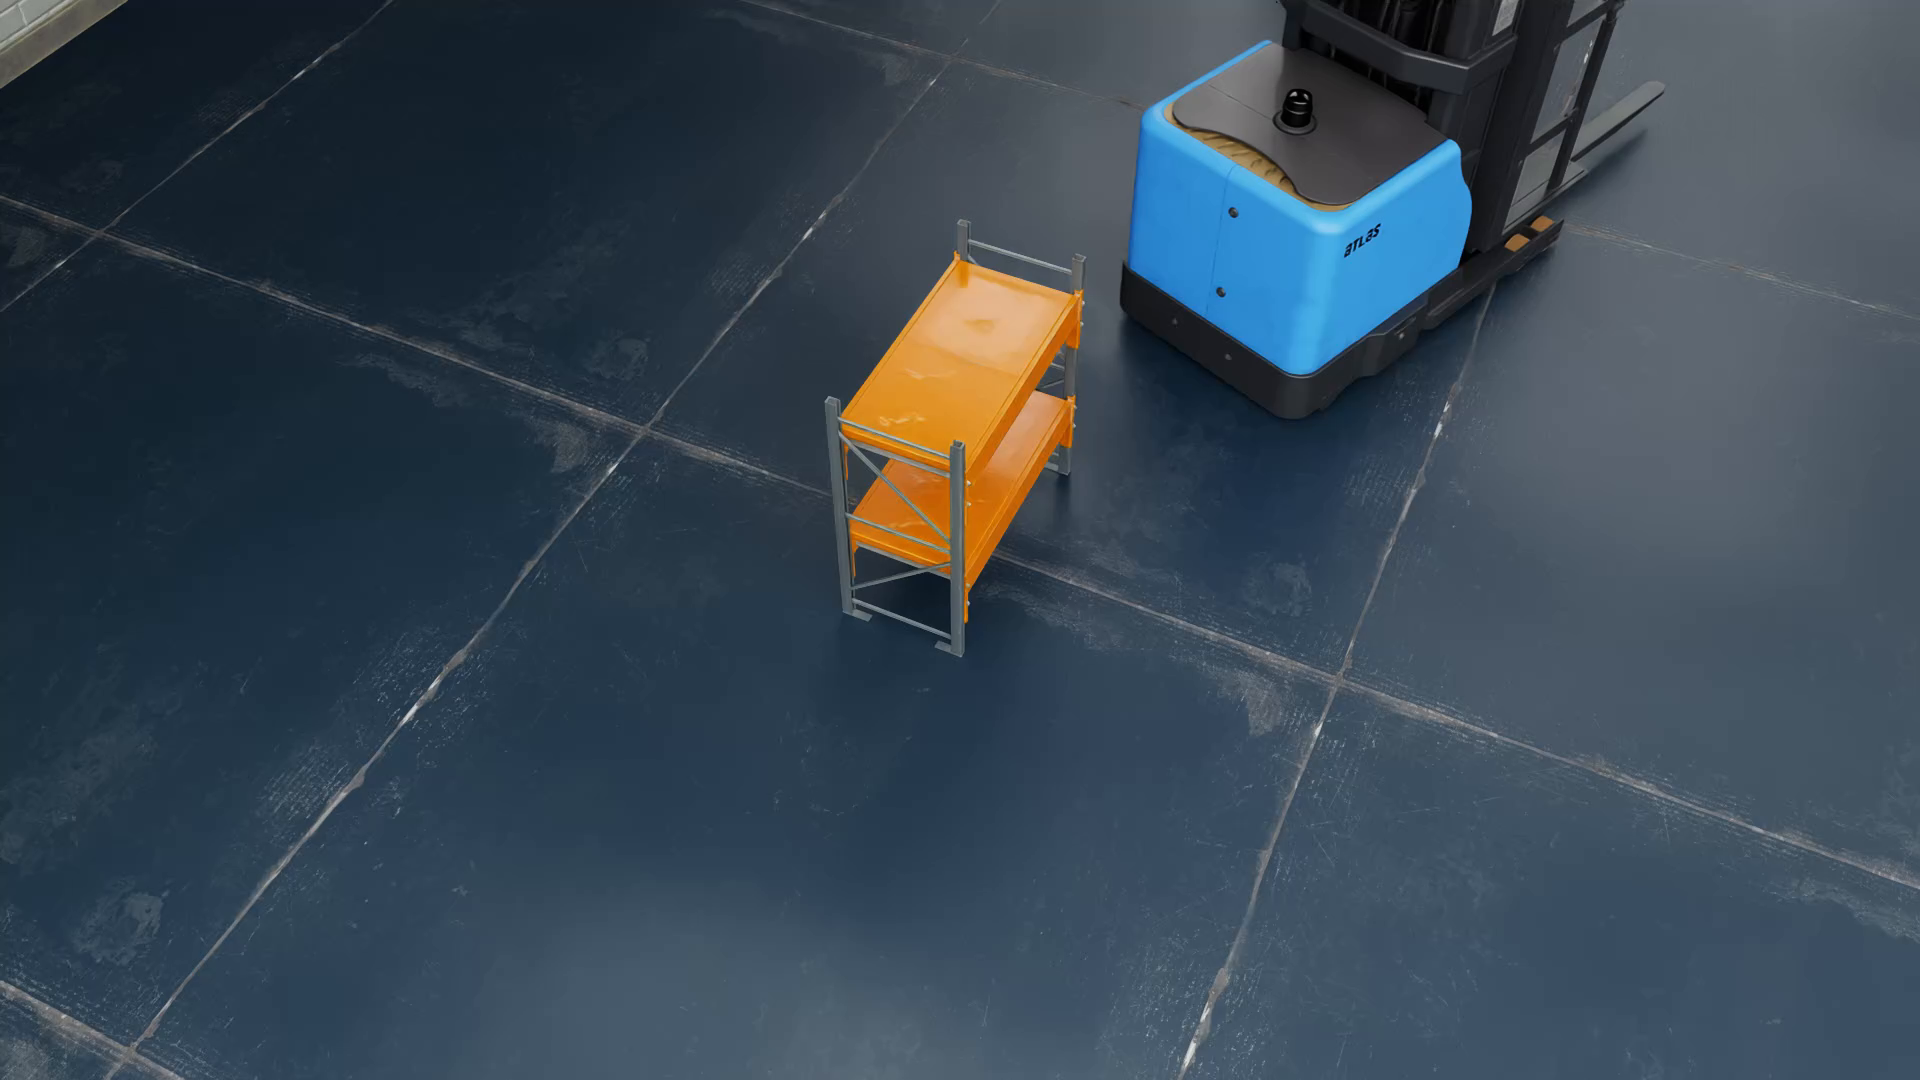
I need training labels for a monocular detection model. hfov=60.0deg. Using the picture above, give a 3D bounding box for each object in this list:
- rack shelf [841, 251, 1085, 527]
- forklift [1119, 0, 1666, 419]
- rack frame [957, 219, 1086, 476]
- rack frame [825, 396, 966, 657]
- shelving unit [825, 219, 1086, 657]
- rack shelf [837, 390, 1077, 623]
[{"bbox_3d":[0.003,-0.559,5.918,0.538,0.278,1.000,20,52,16],"label":"rack shelf"},{"bbox_3d":[2.131,-2.444,6.721,3.031,2.935,1.130,-35,58,-26],"label":"forklift"},{"bbox_3d":[0.220,-0.719,6.439,0.500,1.125,0.032,20,52,16],"label":"rack frame"},{"bbox_3d":[-0.214,-0.019,5.843,0.500,1.125,0.032,20,52,16],"label":"rack frame"},{"bbox_3d":[0.003,-0.369,6.141,0.538,1.125,1.048,20,52,16],"label":"shelving unit"},{"bbox_3d":[0.003,-0.211,6.327,0.538,0.278,1.000,20,52,16],"label":"rack shelf"}]
